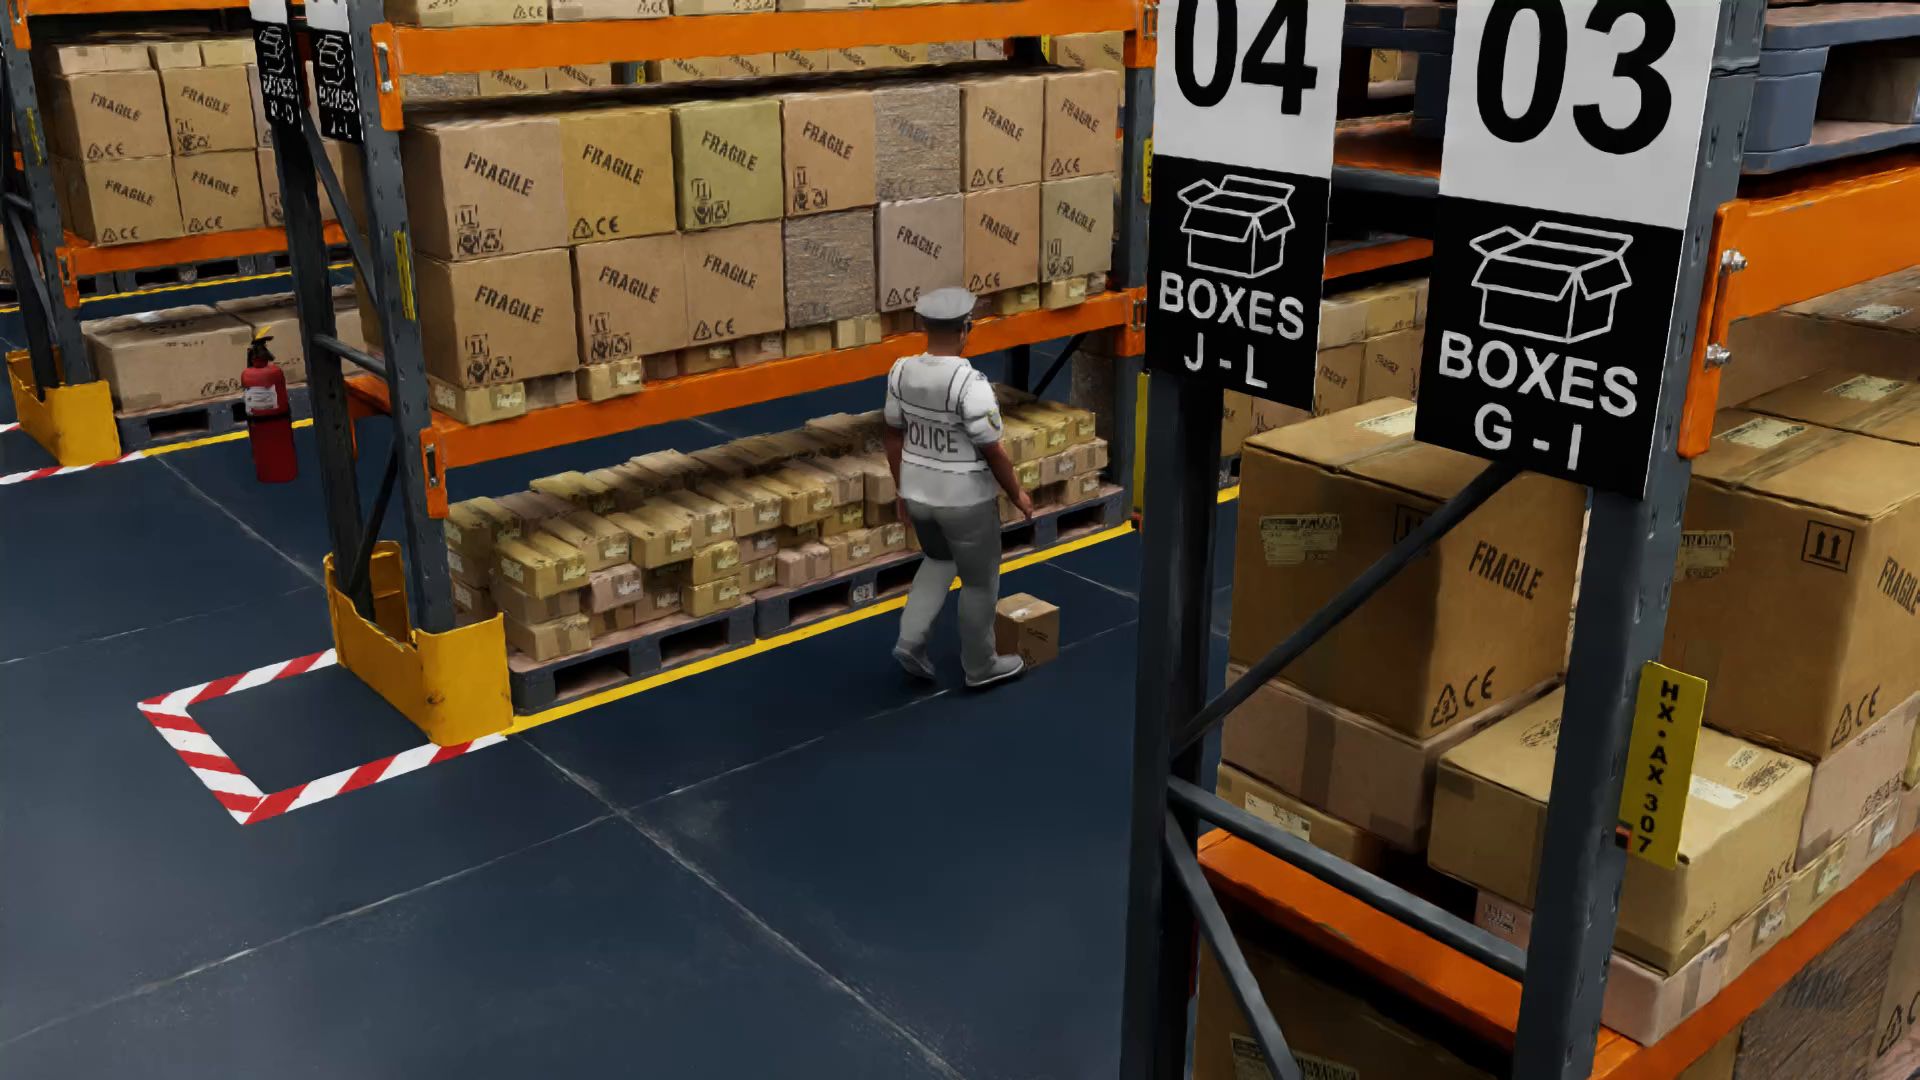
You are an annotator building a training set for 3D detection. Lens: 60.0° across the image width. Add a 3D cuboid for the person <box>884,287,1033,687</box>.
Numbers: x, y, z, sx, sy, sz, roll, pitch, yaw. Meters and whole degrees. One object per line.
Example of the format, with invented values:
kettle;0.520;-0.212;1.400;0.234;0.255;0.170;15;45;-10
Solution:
person;0.005;-0.192;7.054;0.568;1.791;0.556;16;26;37
